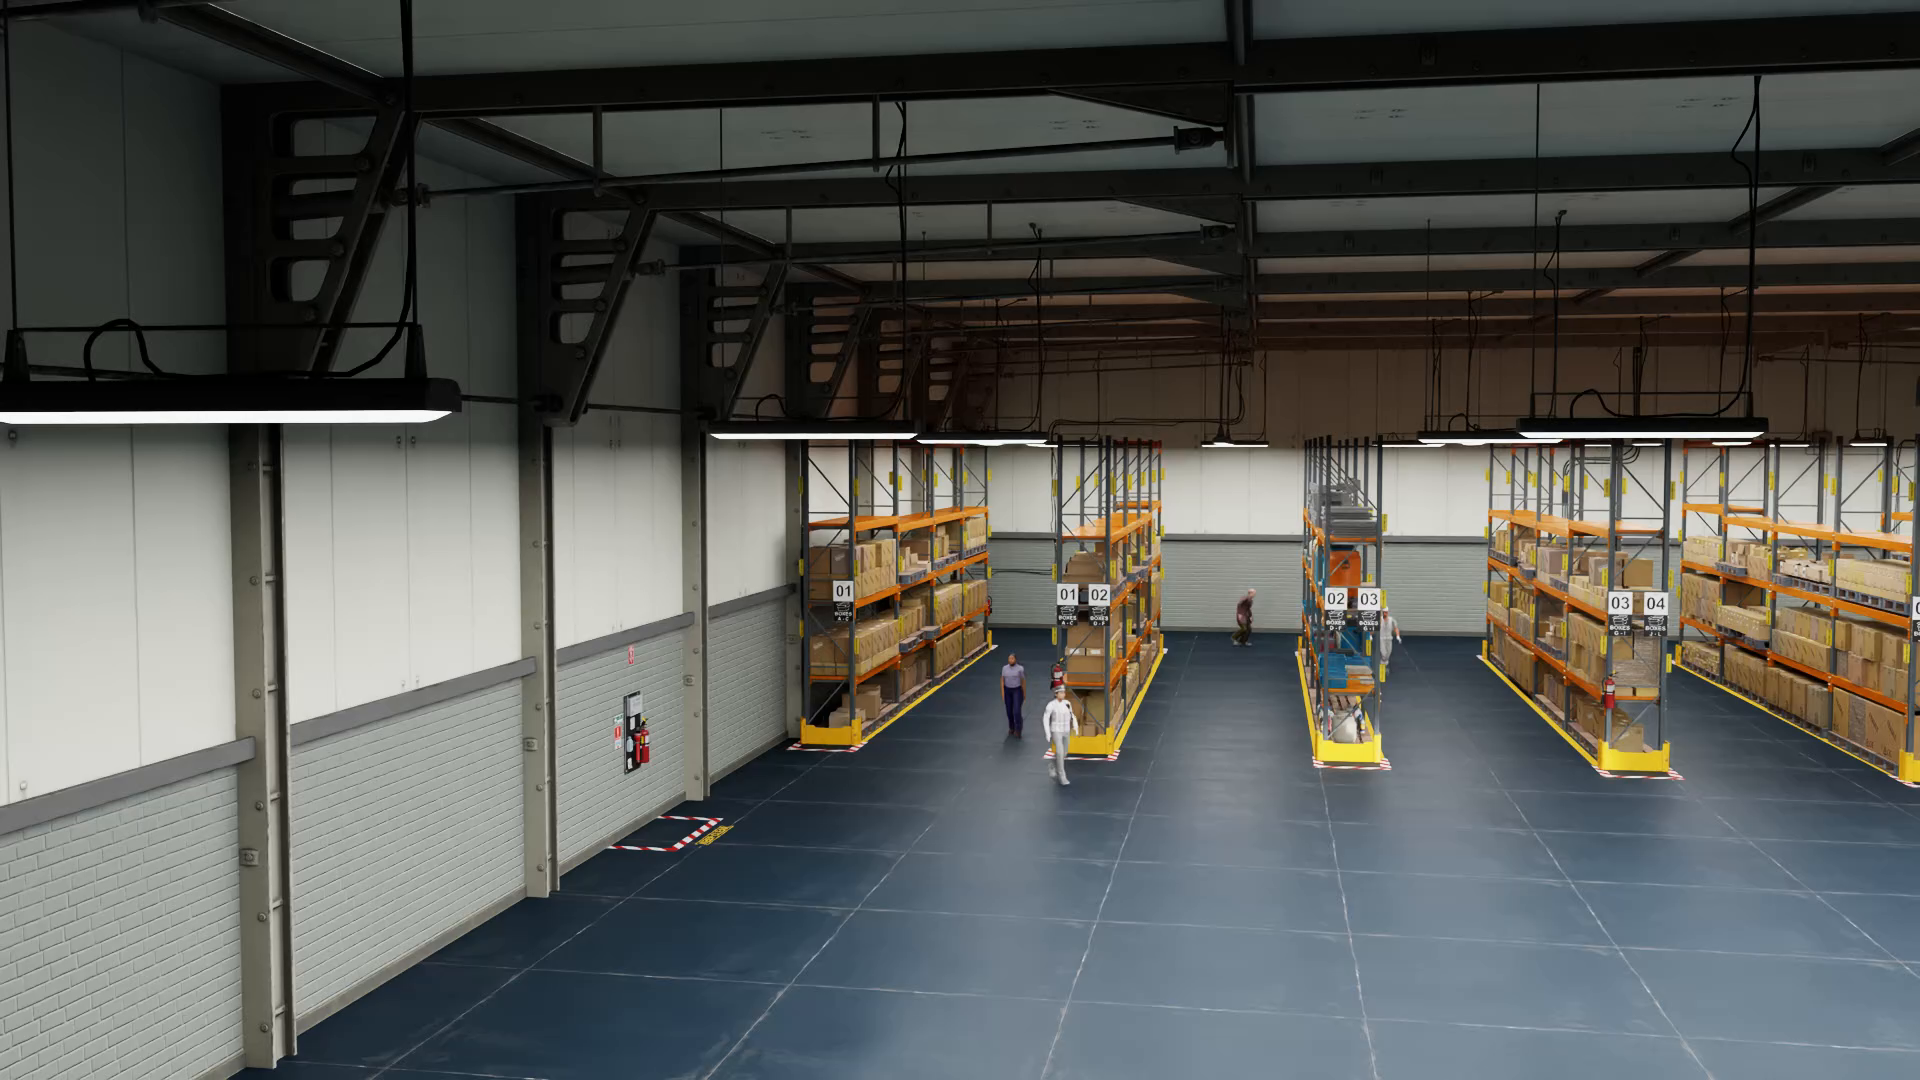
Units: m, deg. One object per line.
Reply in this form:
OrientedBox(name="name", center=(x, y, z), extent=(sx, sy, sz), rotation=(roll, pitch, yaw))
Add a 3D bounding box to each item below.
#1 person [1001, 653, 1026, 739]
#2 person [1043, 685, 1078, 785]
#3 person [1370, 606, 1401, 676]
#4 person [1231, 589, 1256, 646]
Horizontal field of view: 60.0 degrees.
OrientedBox(name="person", center=(1.058, 3.106, 33.364), extent=(0.532, 1.673, 0.642), rotation=(2, 3, 27))
OrientedBox(name="person", center=(1.754, 3.333, 28.741), extent=(0.564, 1.684, 0.831), rotation=(-2, 4, -30))
OrientedBox(name="person", center=(10.842, 2.591, 42.444), extent=(0.661, 1.825, 0.761), rotation=(0, 3, -7))
OrientedBox(name="person", center=(8.272, 2.260, 48.605), extent=(0.695, 1.681, 0.739), rotation=(2, 4, 32))
